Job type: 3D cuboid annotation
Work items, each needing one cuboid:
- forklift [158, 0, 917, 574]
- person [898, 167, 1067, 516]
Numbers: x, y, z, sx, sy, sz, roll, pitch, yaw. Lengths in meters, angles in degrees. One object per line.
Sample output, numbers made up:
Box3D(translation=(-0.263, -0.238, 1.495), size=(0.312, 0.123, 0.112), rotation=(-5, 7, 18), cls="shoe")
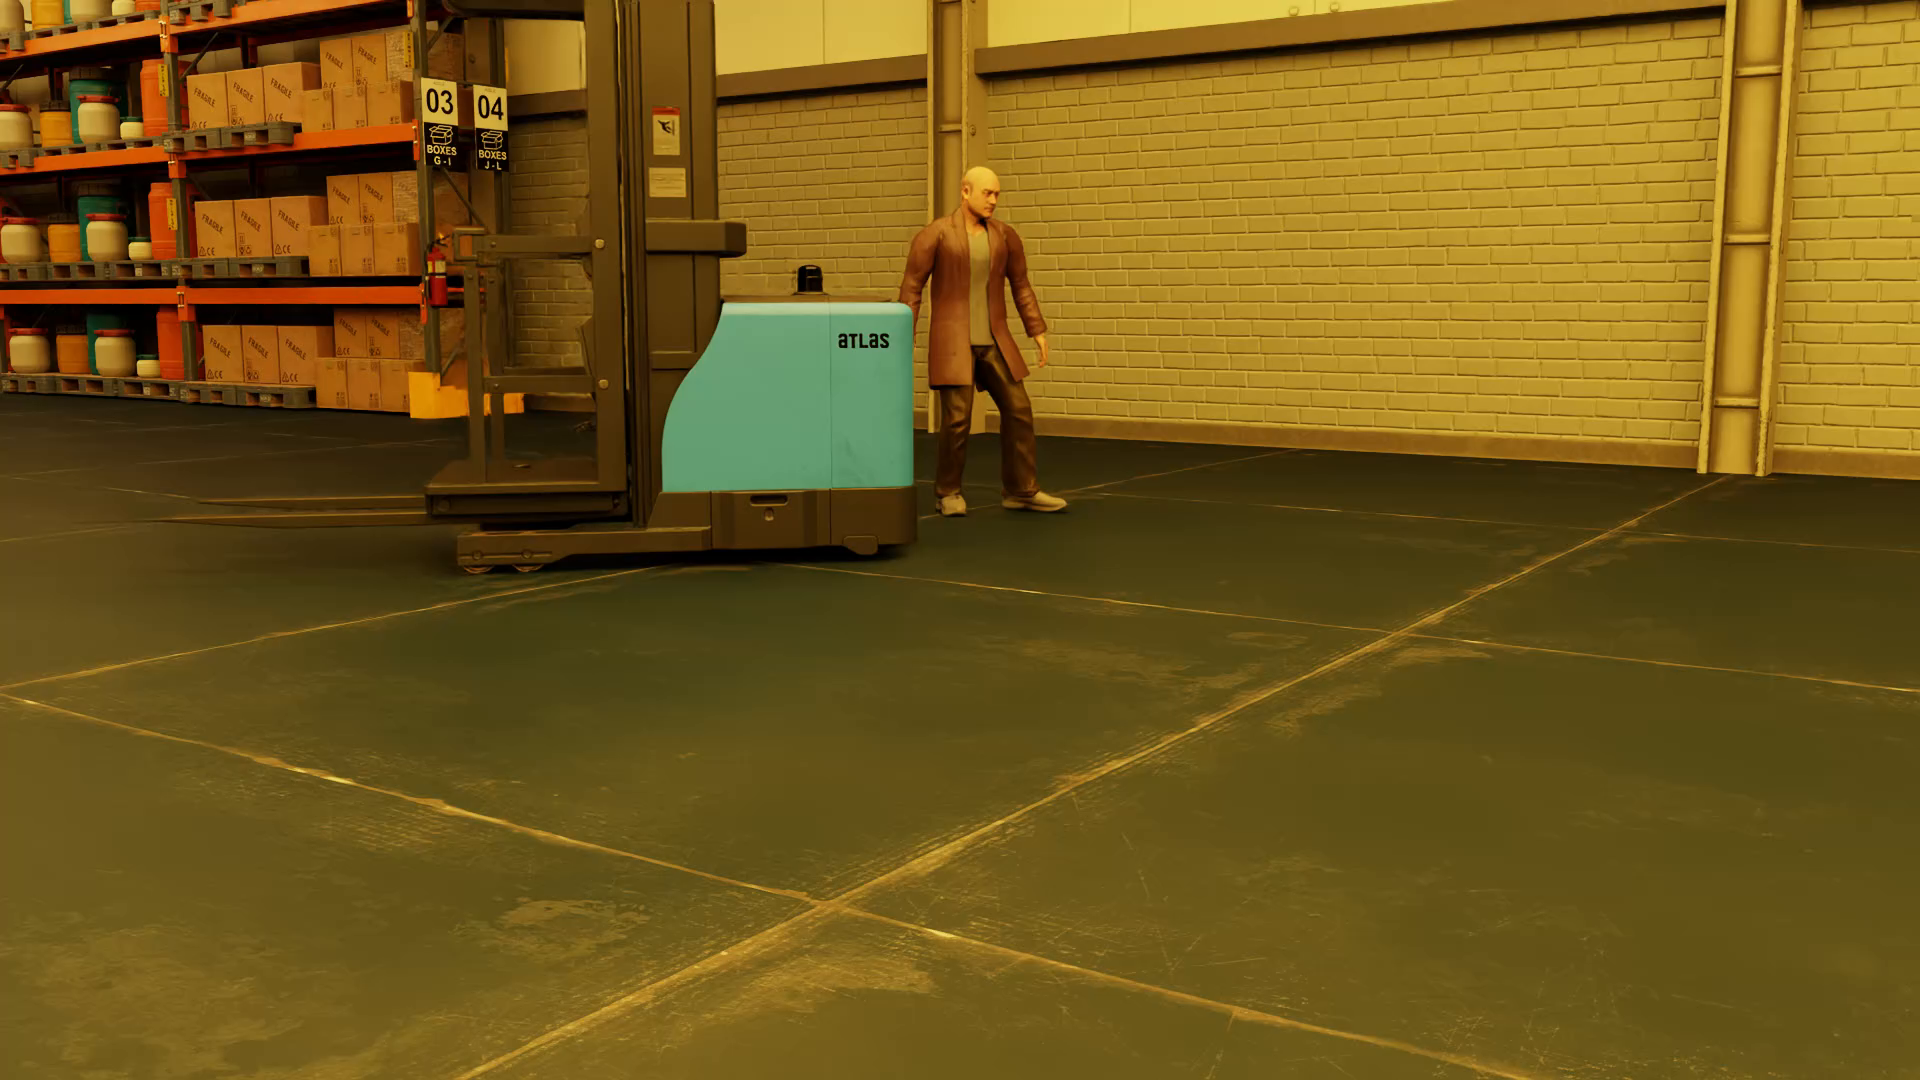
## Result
Box3D(translation=(-1.751, -1.396, 7.012), size=(3.031, 2.935, 1.130), rotation=(-2, 8, -11), cls="forklift")
Box3D(translation=(0.084, -1.006, 8.482), size=(0.878, 1.751, 0.422), rotation=(-4, 9, -25), cls="person")
